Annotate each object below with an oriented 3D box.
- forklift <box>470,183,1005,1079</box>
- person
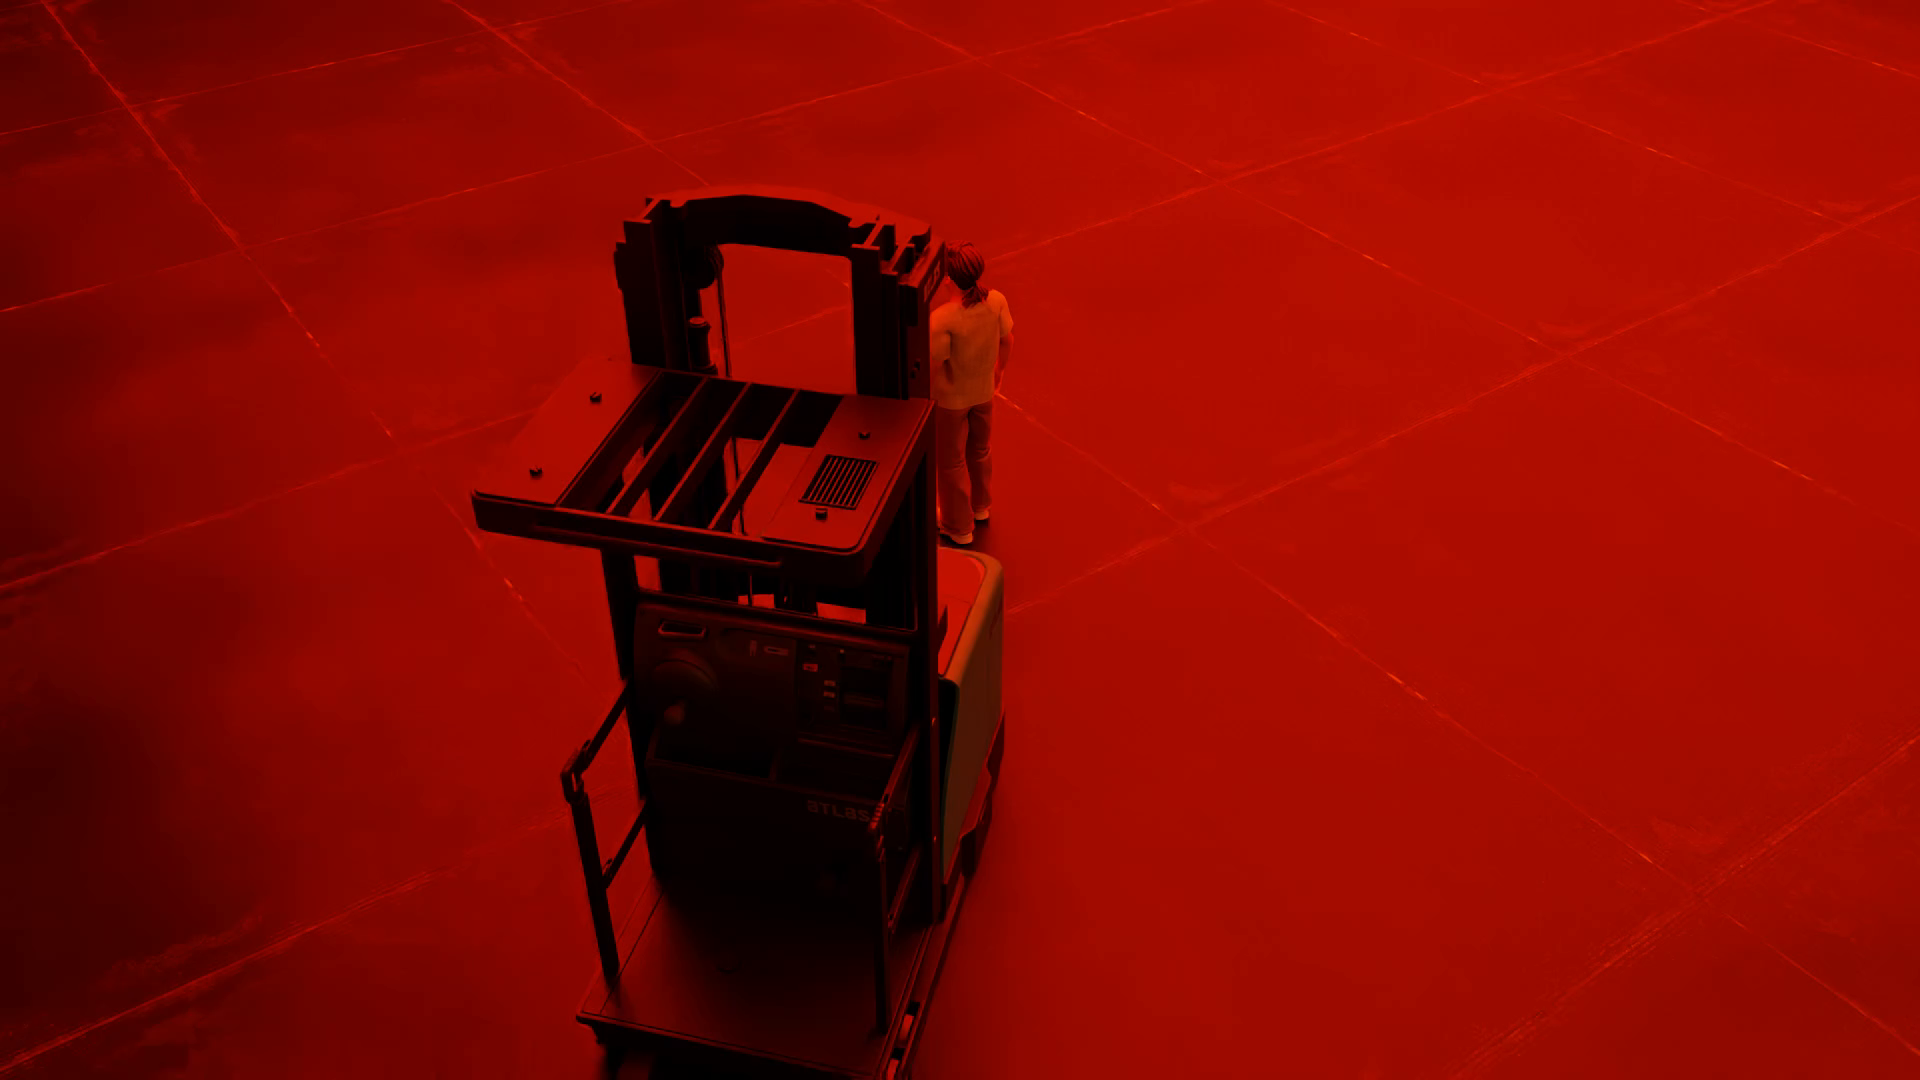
[{"bbox_3d":[-0.669,0.523,5.238,1.130,2.935,3.031,9,37,11],"label":"forklift"},{"bbox_3d":[-0.033,-0.719,7.961,0.554,1.676,0.549,-23,42,-28],"label":"person"}]
